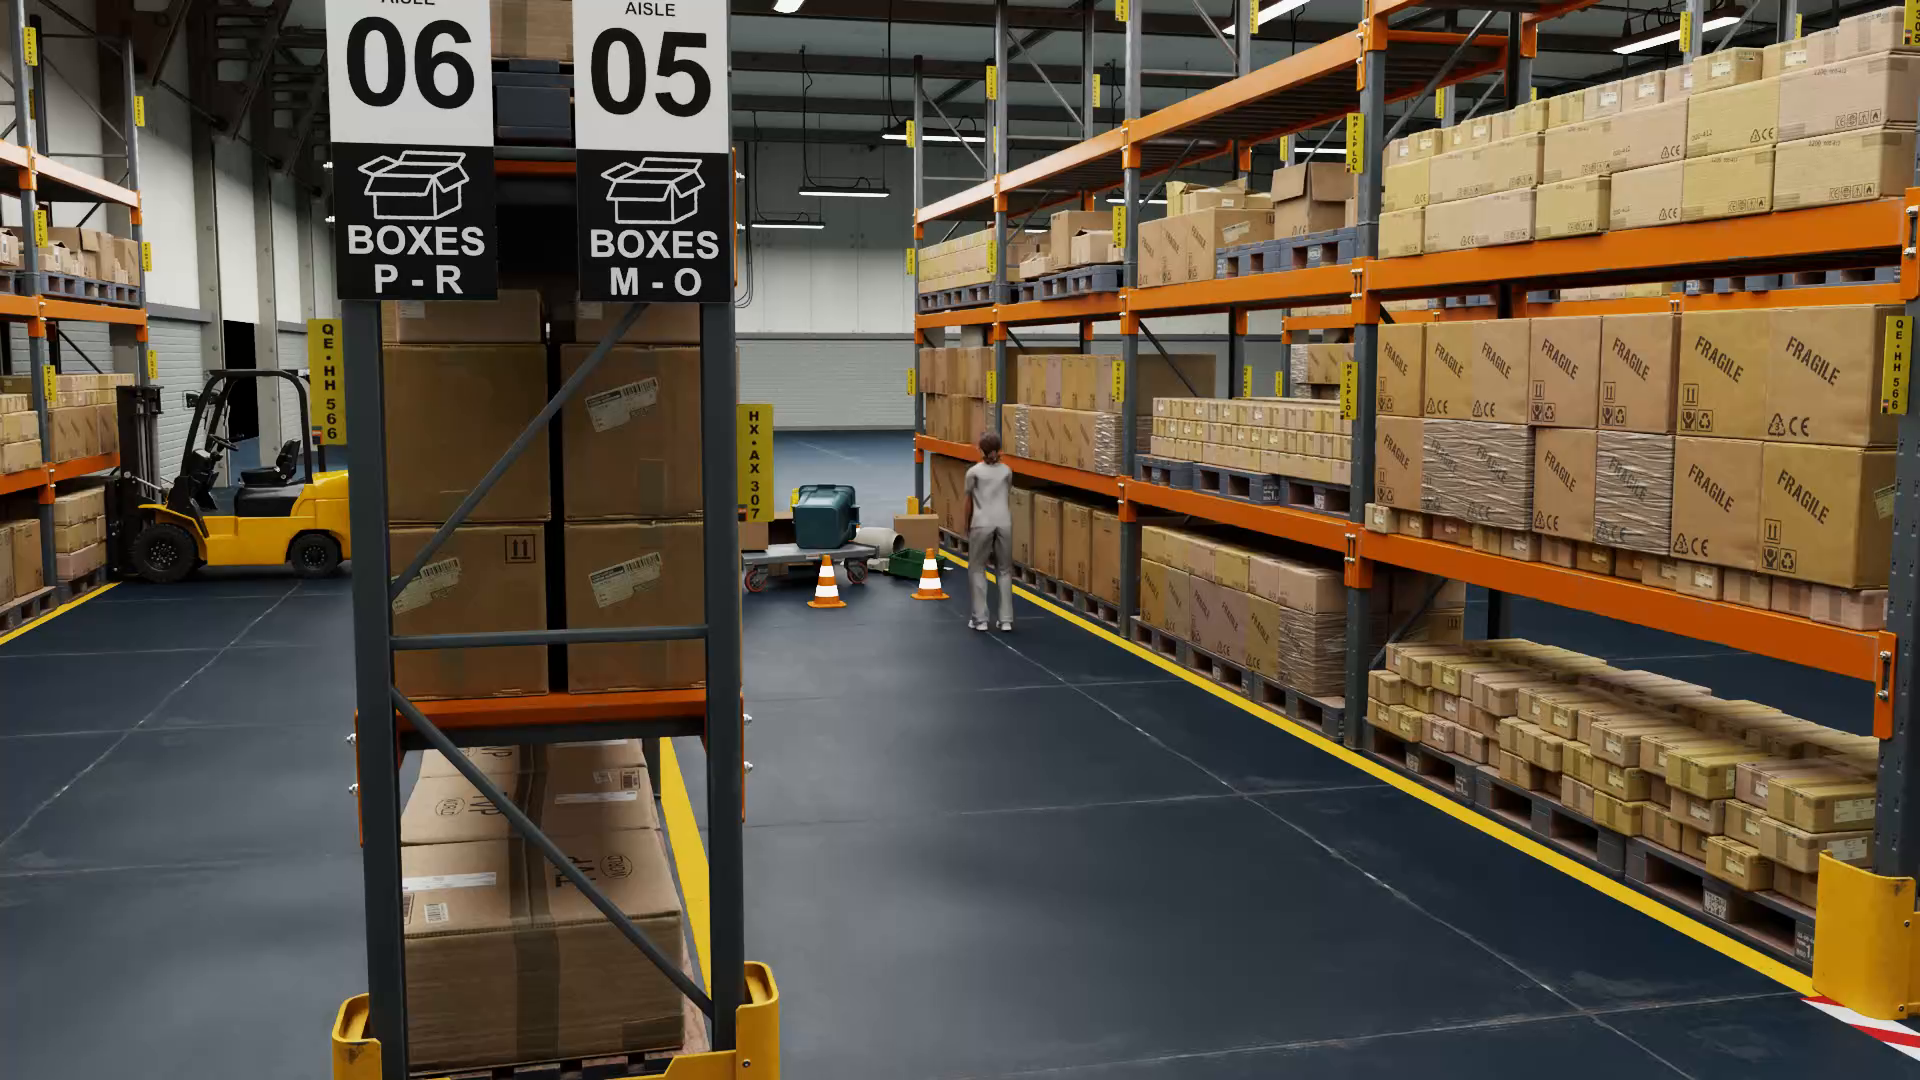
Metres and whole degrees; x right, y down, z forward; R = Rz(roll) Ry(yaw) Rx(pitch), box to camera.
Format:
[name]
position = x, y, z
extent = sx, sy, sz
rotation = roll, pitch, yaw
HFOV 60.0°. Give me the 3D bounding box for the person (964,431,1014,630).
[person]
position = 0.229, -0.080, 13.954
extent = 0.411, 1.666, 0.506
rotation = -2, 6, -15
